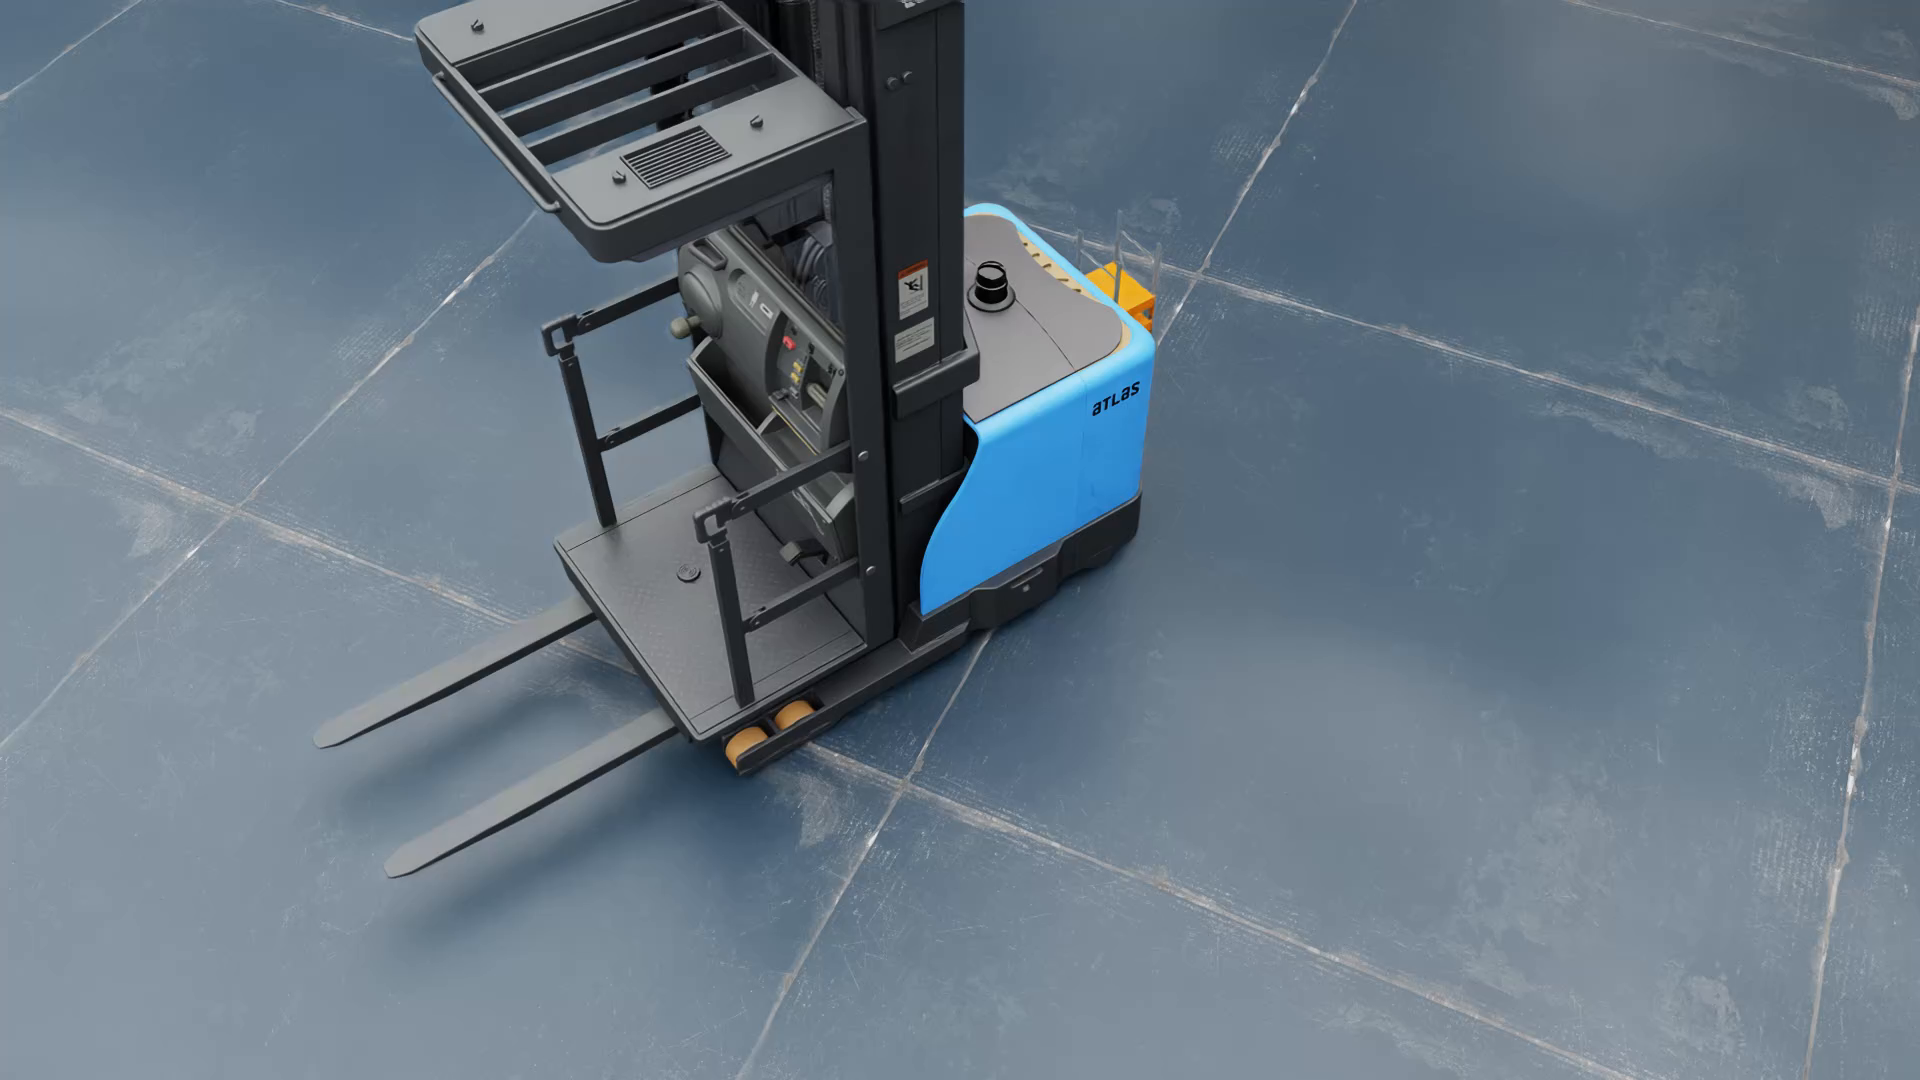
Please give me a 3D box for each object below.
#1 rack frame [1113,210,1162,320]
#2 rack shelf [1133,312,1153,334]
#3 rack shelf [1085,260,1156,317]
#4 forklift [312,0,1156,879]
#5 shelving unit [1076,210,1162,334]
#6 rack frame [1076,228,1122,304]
[{"bbox_3d":[0.643,-0.730,6.398,0.006,1.200,0.240,-29,55,-22],"label":"rack frame"},{"bbox_3d":[0.568,-0.816,6.215,0.180,0.103,0.258,-29,55,-22],"label":"rack shelf"},{"bbox_3d":[0.568,-0.894,6.123,0.180,0.103,0.258,-29,55,-22],"label":"rack shelf"},{"bbox_3d":[-0.798,-0.594,5.146,3.031,2.935,1.130,-29,55,-22],"label":"forklift"},{"bbox_3d":[0.568,-0.689,6.364,0.189,1.200,0.258,-29,55,-22],"label":"shelving unit"},{"bbox_3d":[0.494,-0.649,6.329,0.006,1.200,0.240,-29,55,-22],"label":"rack frame"}]
